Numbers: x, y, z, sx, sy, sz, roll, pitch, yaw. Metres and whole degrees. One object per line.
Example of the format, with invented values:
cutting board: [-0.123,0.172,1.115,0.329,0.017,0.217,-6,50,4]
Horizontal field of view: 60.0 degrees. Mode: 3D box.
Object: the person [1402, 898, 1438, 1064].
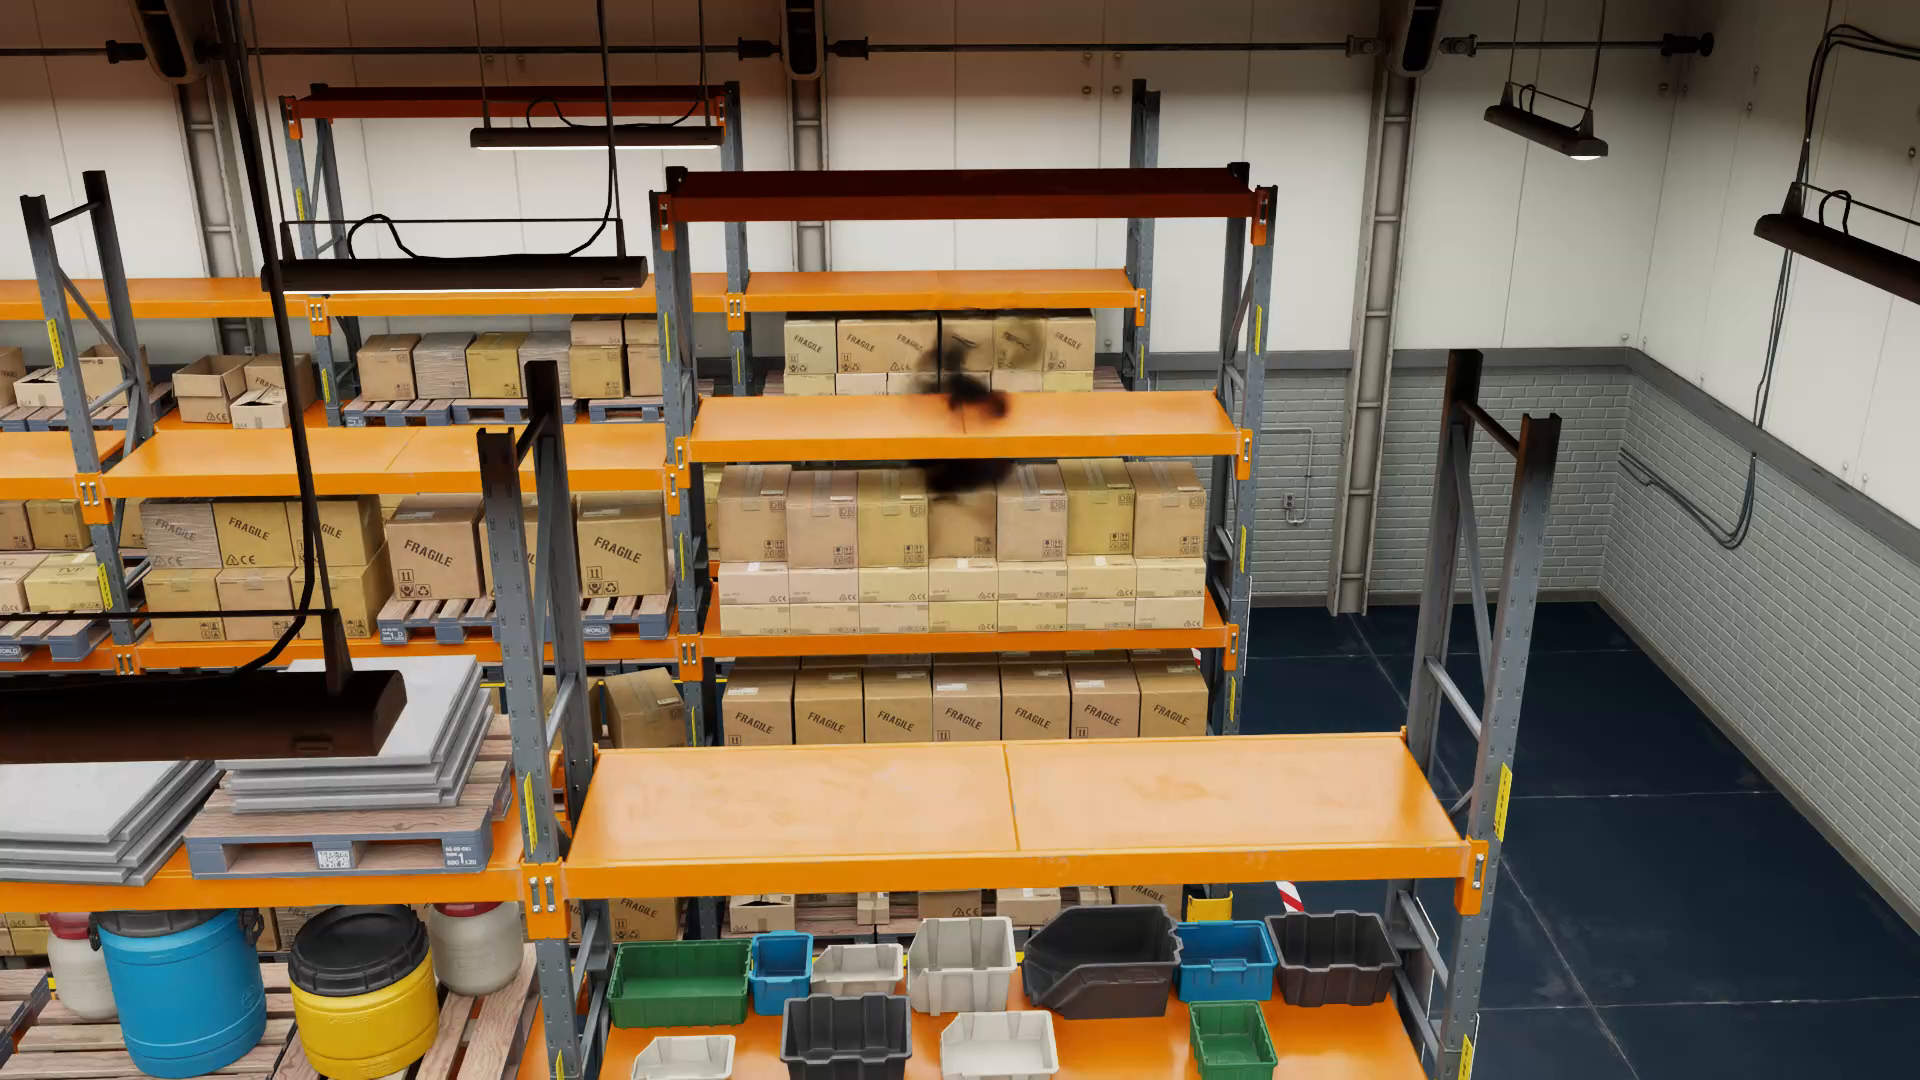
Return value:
person: [3.010,5.368,3.739,7.151,3.202,8.826,13,26,29]
